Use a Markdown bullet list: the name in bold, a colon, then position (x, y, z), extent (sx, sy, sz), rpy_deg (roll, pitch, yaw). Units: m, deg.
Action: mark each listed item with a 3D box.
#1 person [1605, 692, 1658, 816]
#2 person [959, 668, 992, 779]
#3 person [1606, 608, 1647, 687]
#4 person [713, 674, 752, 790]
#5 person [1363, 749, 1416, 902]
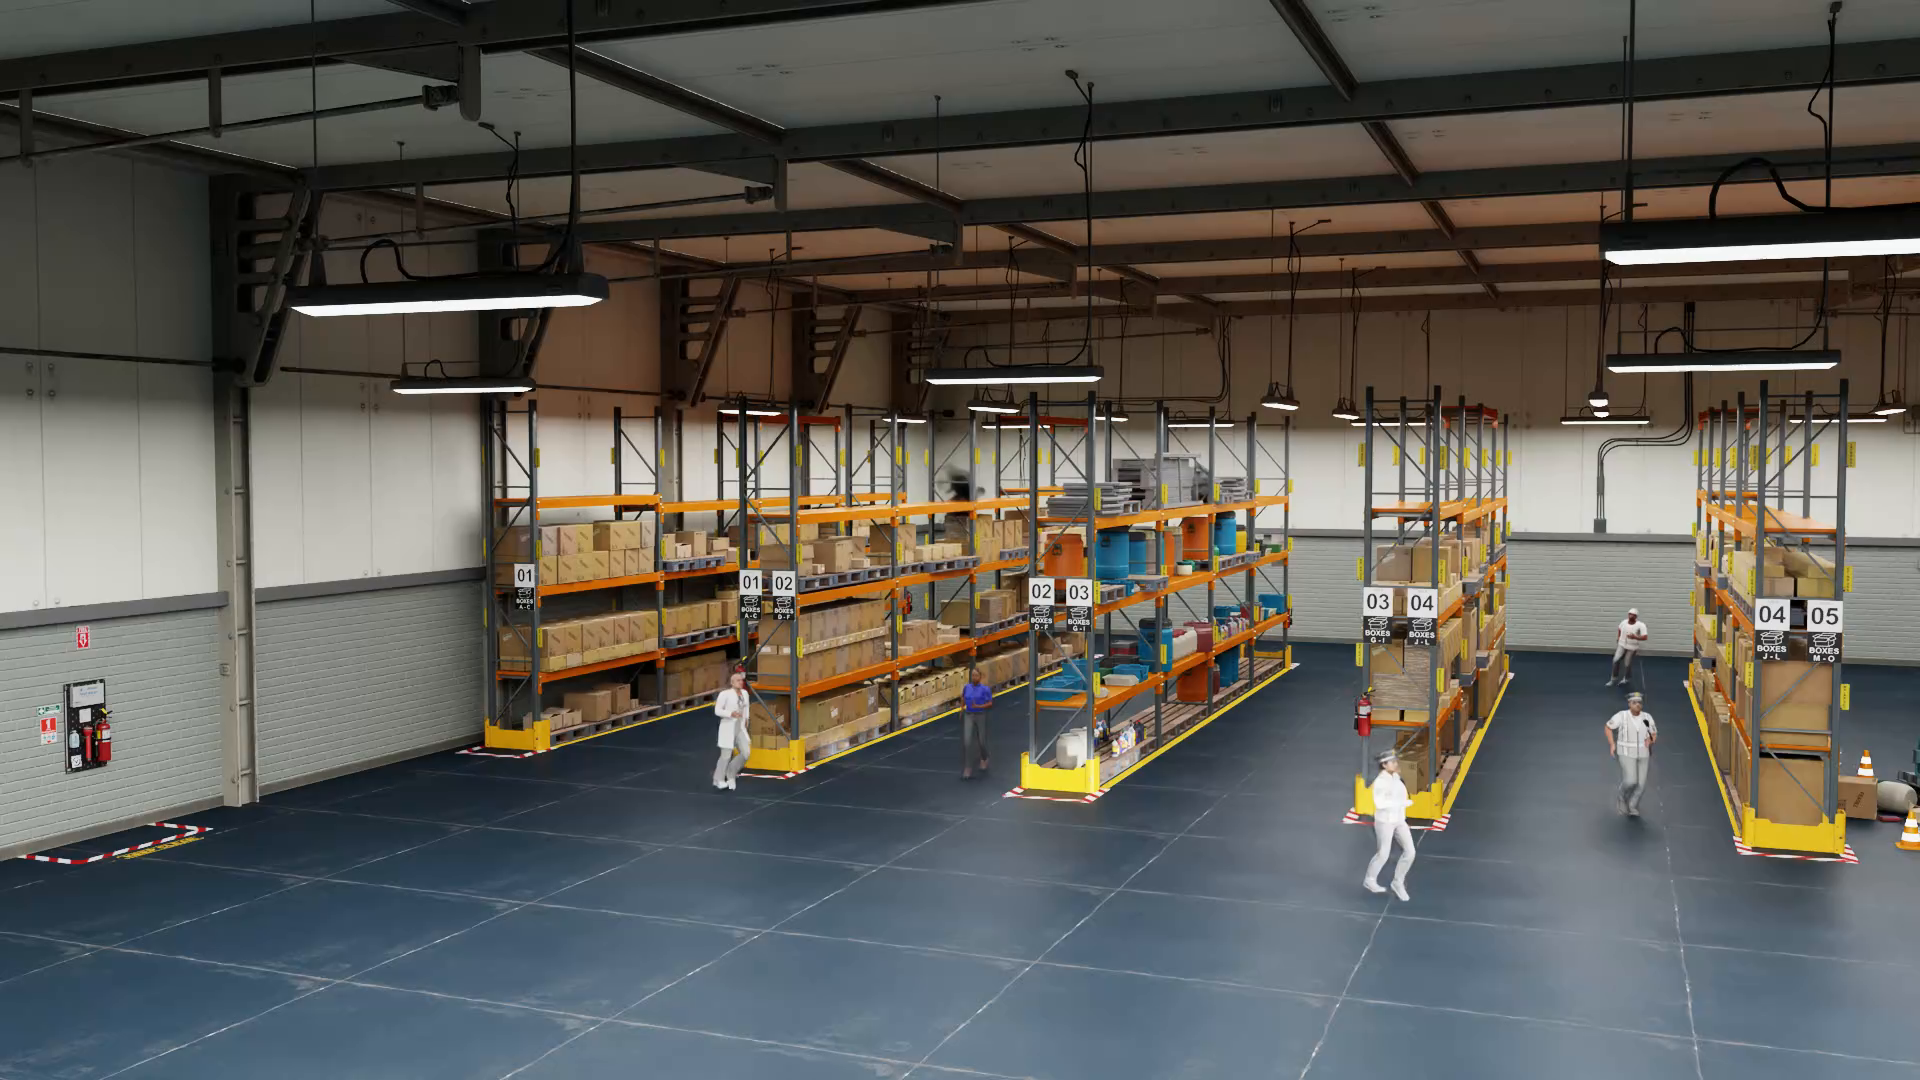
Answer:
- **person**: position (9.362, 2.977, 23.078), extent (0.647, 1.742, 0.644), rpy_deg (0, 3, 2)
- **person**: position (0.246, 2.867, 26.265), extent (0.570, 1.687, 0.830), rpy_deg (1, 3, 13)
- **person**: position (14.606, 2.347, 36.286), extent (0.770, 1.736, 0.725), rpy_deg (3, 4, 43)
- **person**: position (-3.375, 2.897, 25.105), extent (0.701, 1.762, 0.742), rpy_deg (-2, 4, -38)
- **person**: position (4.893, 3.227, 18.853), extent (0.592, 1.734, 0.684), rpy_deg (-2, 4, -37)
